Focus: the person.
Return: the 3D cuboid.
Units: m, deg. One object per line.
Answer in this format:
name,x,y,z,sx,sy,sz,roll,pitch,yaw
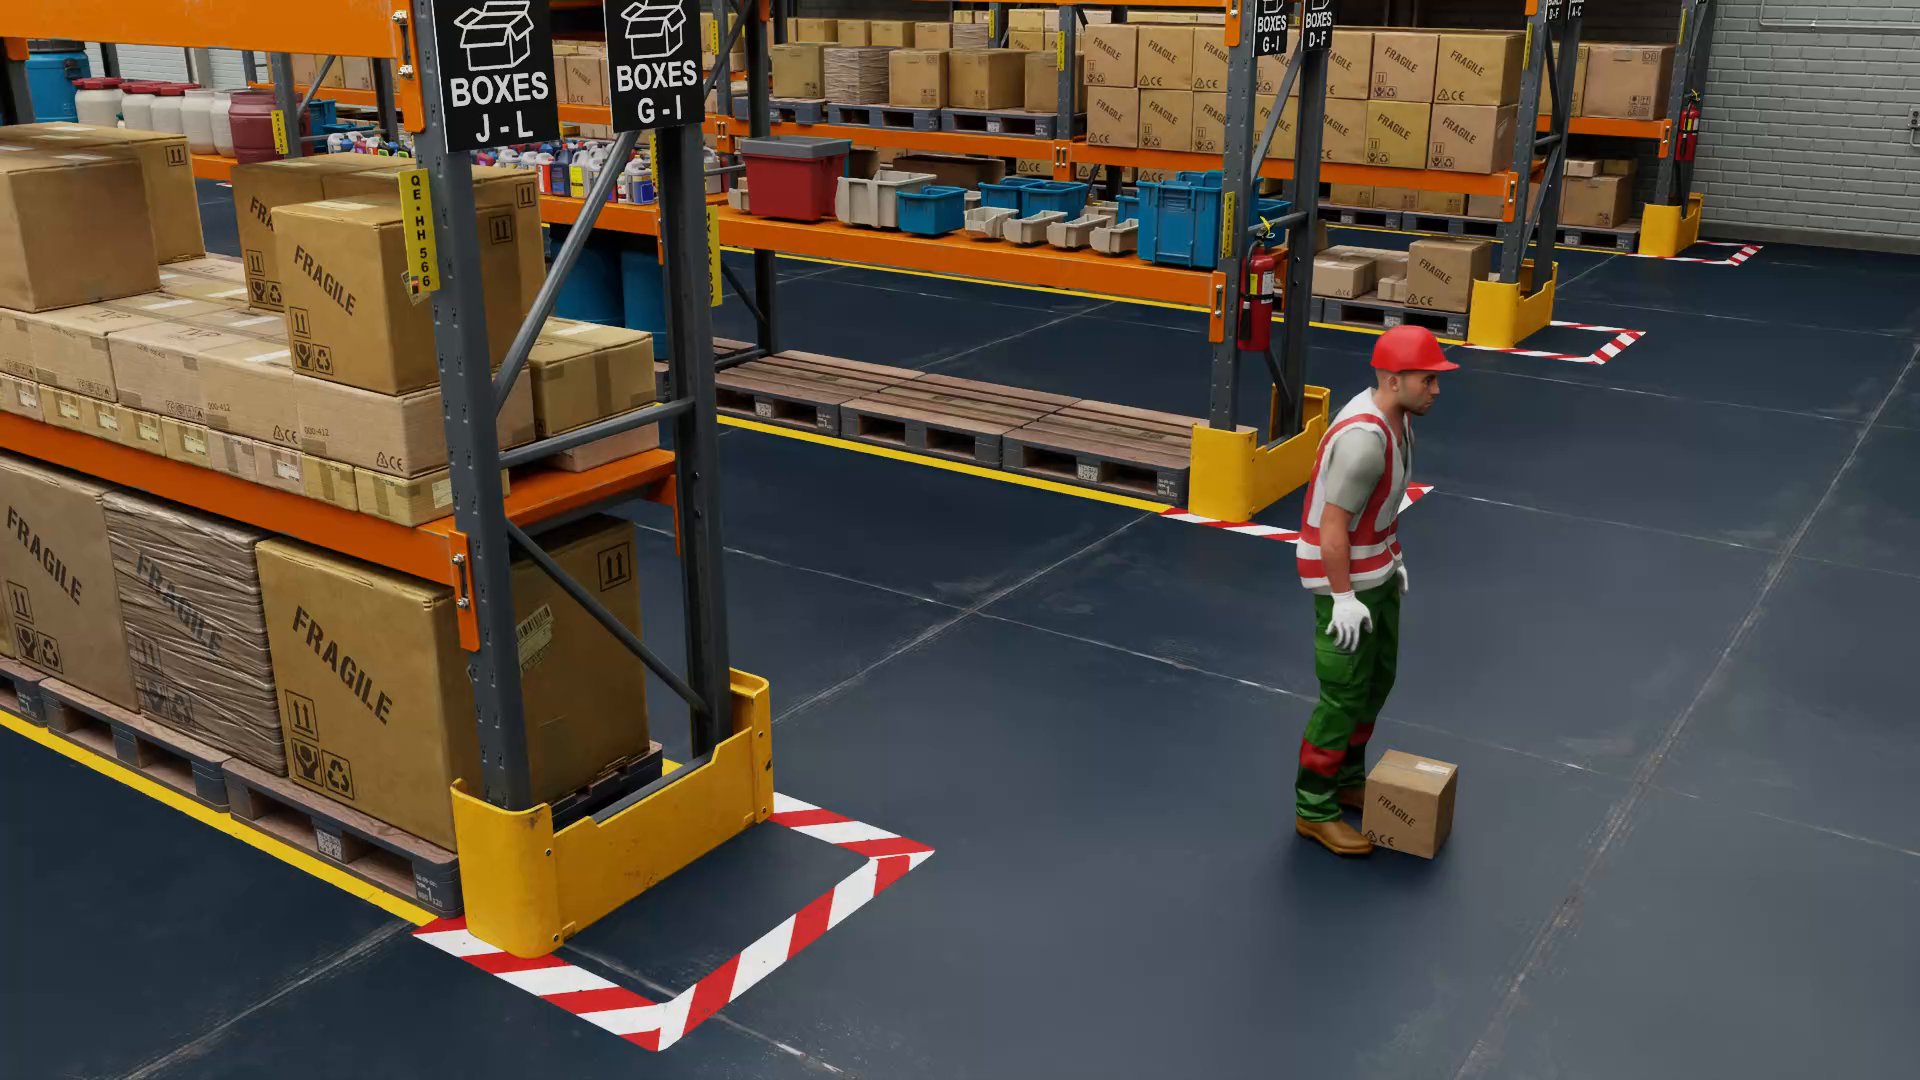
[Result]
person,1.378,0.148,5.635,0.453,1.778,0.615,11,23,29
